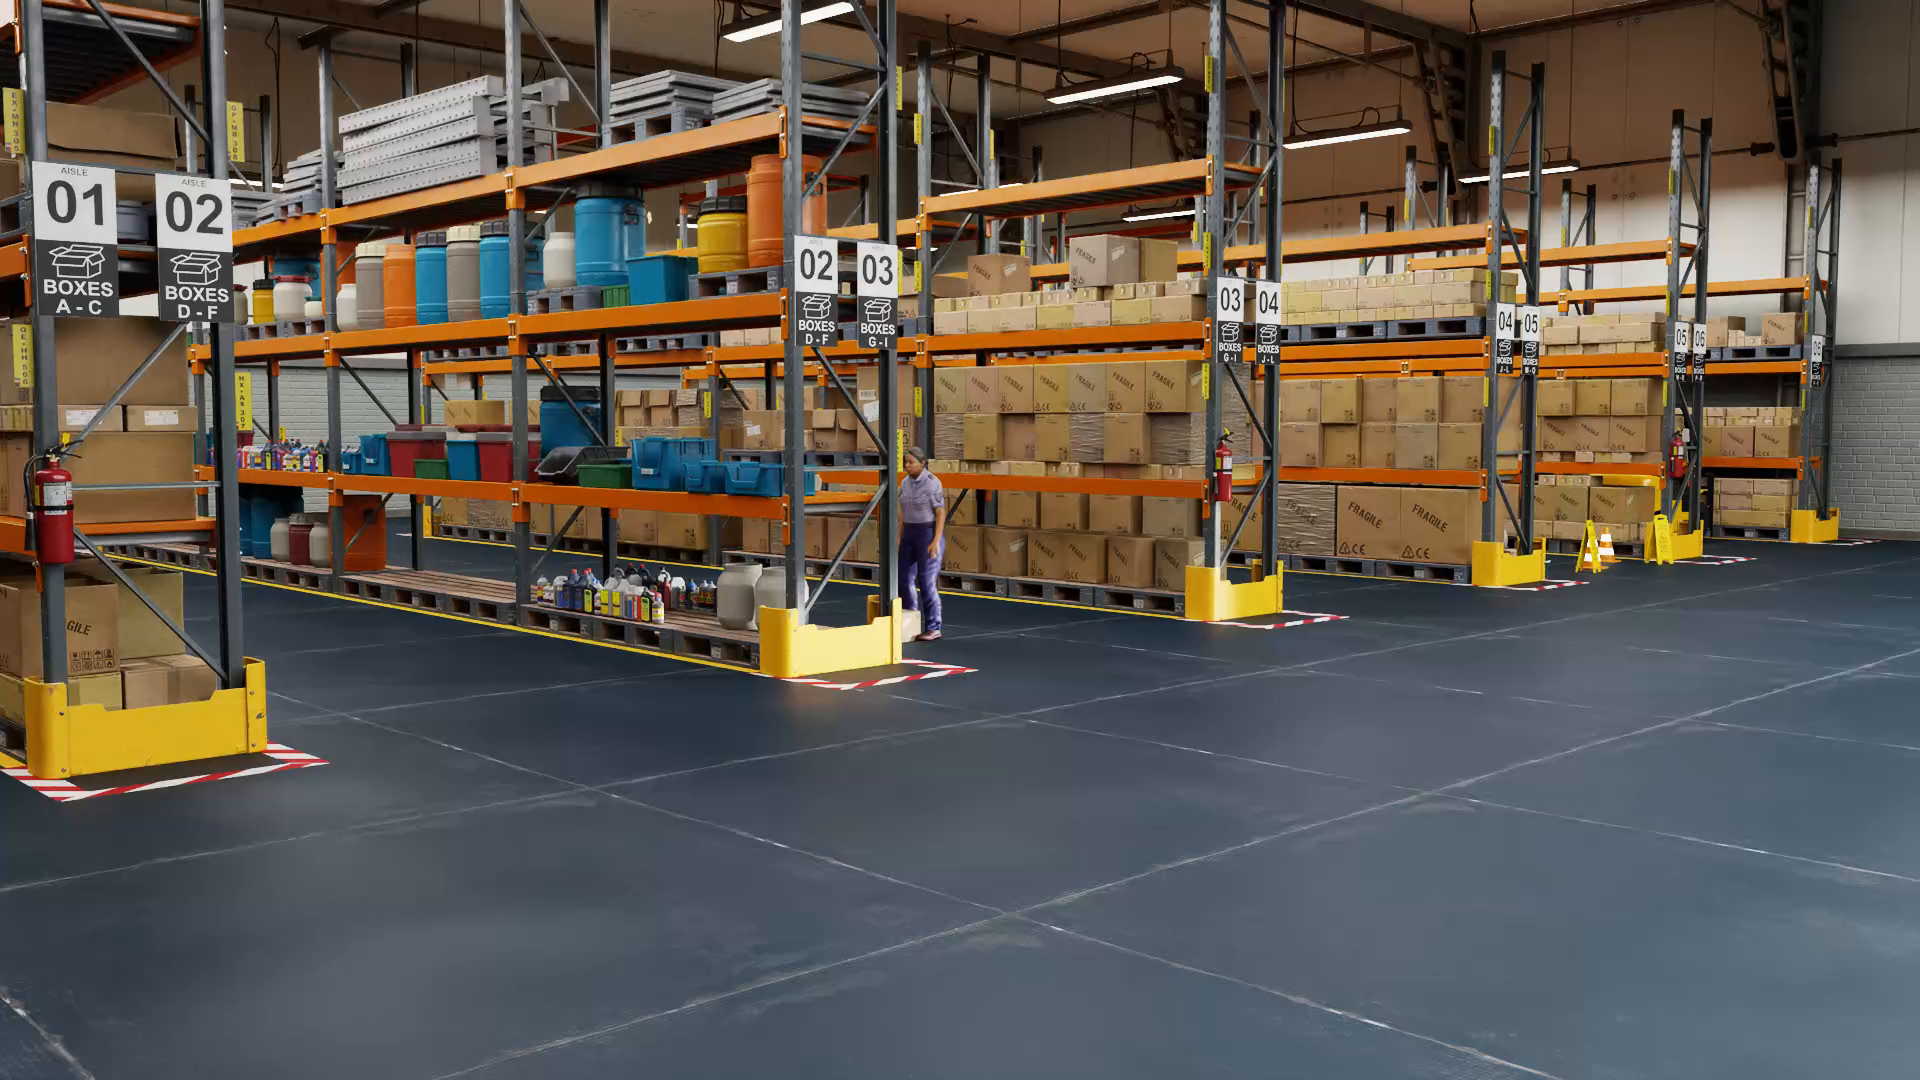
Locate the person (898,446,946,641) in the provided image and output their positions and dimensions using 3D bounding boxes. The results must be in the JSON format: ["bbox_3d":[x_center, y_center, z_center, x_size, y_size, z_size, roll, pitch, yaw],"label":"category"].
[{"bbox_3d":[-0.348,0.020,14.308,0.372,1.652,0.538,-4,6,-43],"label":"person"}]
